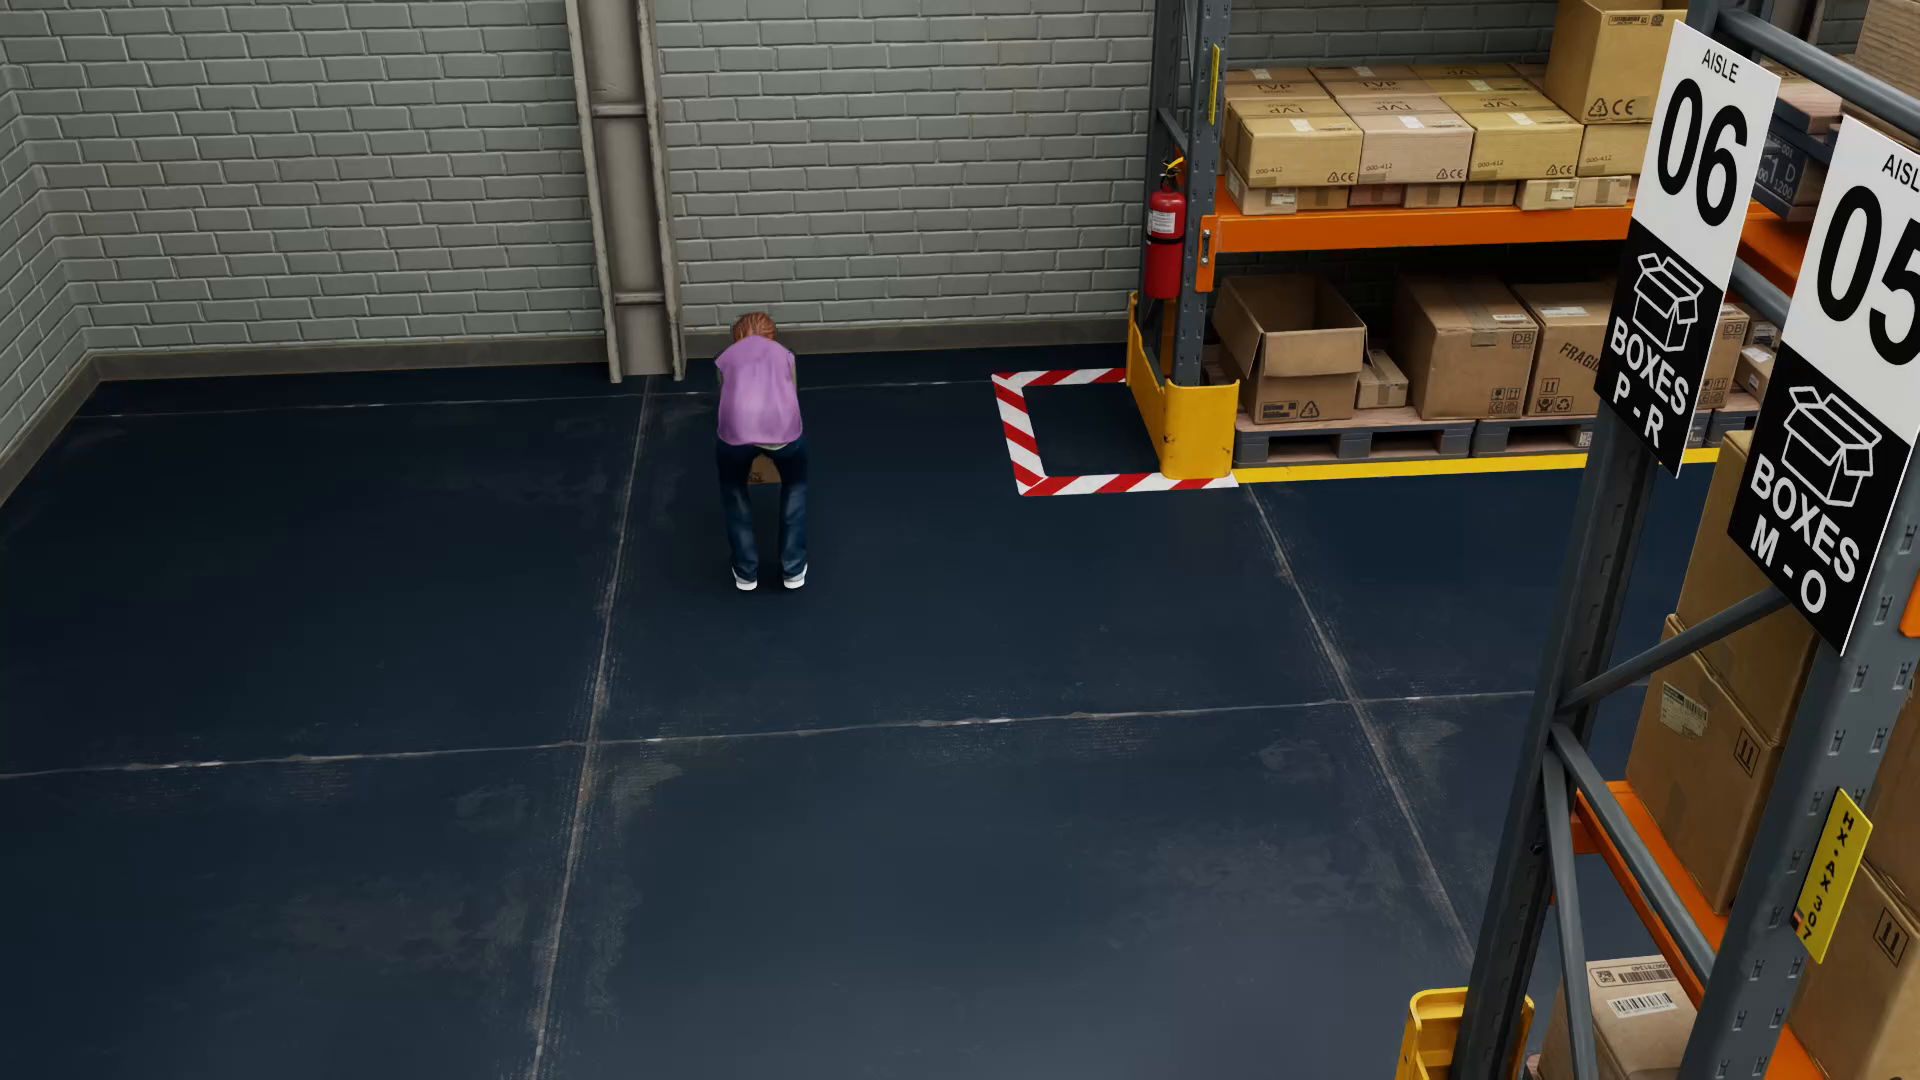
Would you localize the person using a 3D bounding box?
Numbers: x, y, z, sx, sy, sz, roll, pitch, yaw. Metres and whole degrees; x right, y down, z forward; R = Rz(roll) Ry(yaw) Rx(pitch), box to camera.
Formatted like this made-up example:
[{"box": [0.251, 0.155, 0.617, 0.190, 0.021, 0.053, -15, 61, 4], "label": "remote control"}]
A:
[{"box": [-0.866, -0.381, 7.293, 0.390, 1.047, 0.864, -4, 32, -6], "label": "person"}]
